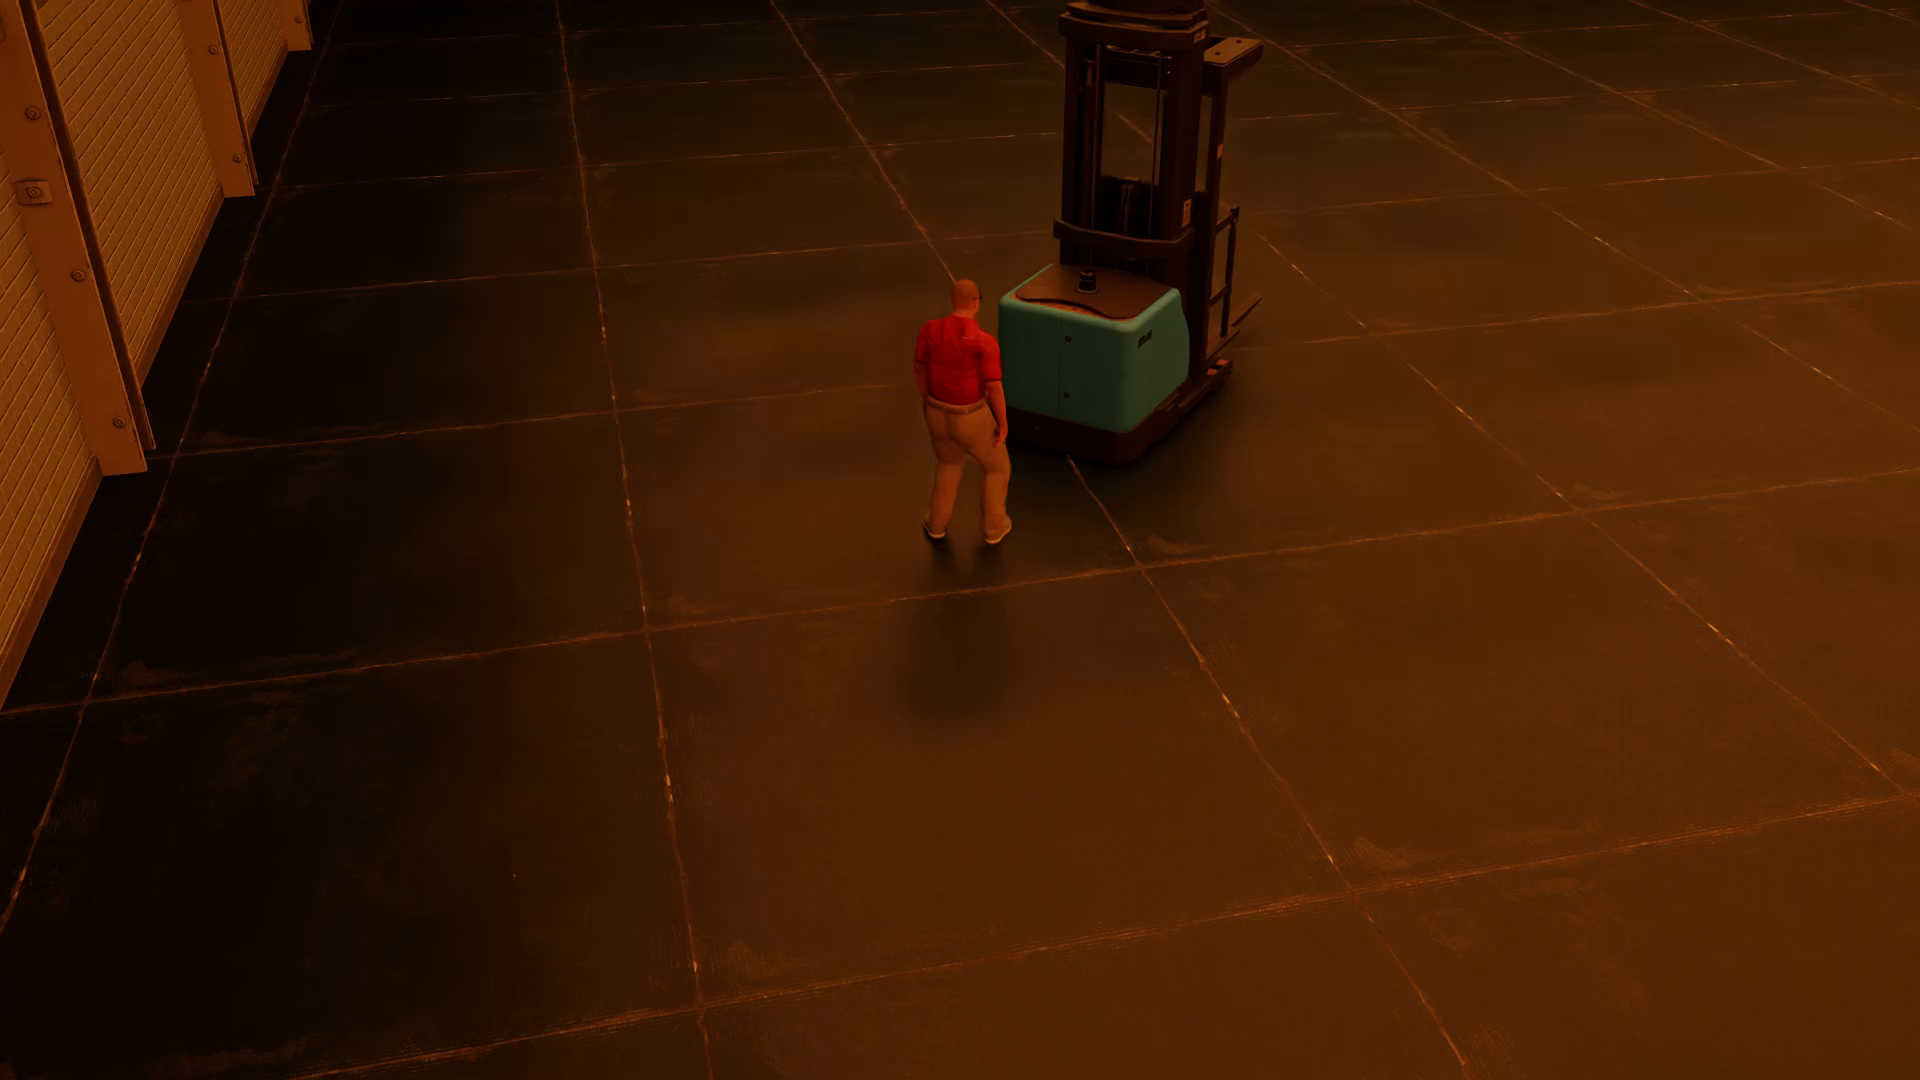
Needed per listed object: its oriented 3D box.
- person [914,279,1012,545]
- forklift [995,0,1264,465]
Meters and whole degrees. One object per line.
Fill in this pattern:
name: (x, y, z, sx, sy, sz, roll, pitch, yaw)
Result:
person: (0.046, -0.792, 10.167, 0.630, 1.710, 0.487, 18, 34, 28)
forklift: (1.409, -2.484, 11.866, 1.130, 2.935, 3.031, 16, 34, 25)
